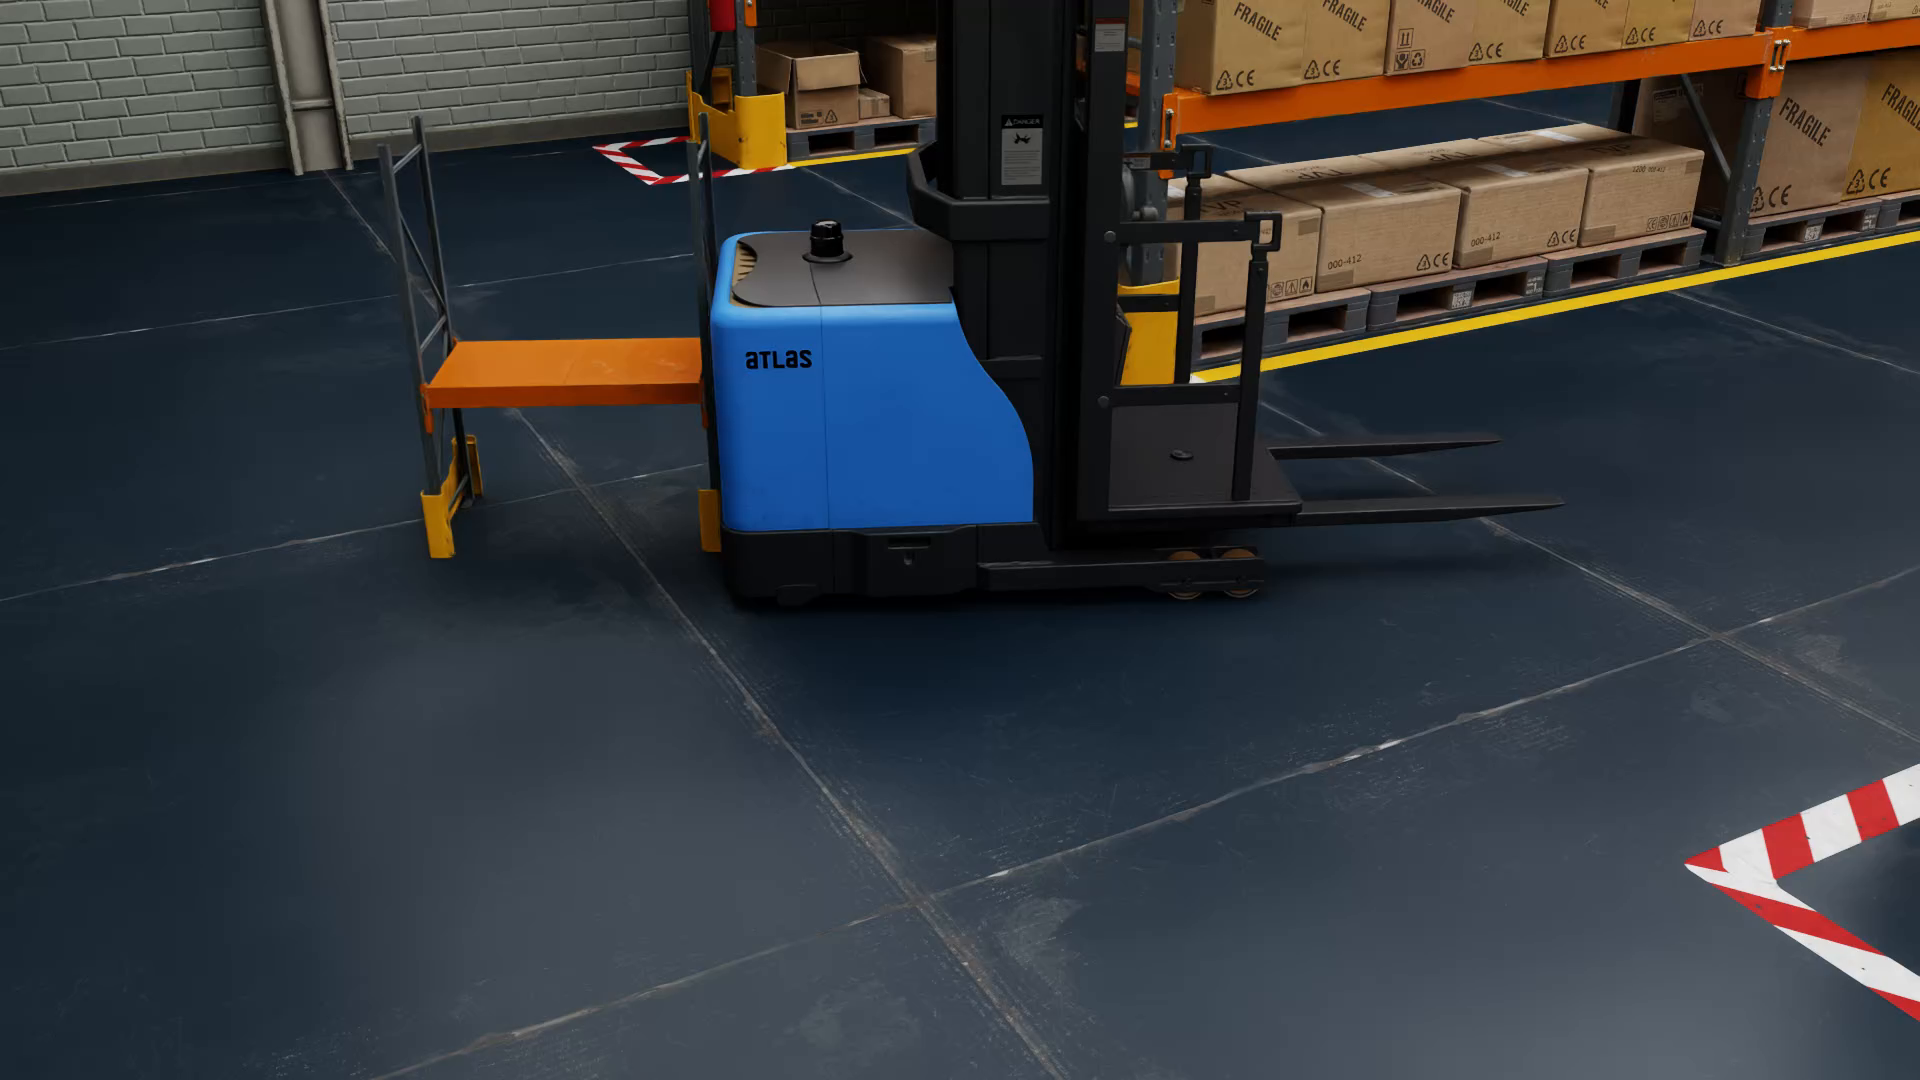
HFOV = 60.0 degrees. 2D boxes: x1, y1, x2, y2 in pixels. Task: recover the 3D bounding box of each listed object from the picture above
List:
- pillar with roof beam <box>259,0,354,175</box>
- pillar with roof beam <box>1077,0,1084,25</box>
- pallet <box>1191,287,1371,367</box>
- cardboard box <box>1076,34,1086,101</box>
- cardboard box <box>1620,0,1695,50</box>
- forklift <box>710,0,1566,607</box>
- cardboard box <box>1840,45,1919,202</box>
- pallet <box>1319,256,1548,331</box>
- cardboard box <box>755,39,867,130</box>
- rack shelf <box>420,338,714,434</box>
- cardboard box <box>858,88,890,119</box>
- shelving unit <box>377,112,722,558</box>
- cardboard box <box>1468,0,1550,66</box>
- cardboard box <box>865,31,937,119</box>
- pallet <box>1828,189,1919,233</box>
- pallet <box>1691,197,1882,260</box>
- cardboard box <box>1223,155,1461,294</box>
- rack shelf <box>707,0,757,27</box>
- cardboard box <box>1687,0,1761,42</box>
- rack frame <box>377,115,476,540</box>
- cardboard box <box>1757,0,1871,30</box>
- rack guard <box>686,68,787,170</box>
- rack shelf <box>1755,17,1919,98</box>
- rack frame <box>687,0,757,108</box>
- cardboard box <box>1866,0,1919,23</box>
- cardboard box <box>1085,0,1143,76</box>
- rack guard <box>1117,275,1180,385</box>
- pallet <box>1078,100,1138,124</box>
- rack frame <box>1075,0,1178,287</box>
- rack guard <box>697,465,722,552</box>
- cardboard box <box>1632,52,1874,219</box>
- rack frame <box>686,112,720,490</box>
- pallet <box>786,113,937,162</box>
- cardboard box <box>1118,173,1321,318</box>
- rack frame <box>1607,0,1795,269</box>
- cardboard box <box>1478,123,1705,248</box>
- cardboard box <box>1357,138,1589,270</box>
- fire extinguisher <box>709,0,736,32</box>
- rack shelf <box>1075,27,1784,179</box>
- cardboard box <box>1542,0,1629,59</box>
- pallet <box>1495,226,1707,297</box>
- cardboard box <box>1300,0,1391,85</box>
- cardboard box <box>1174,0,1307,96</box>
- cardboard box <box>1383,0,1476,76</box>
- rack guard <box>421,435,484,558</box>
[{"bbox_3d":[-2.474,-5.034,6.337,0.400,9.000,9.100,-13,29,-25],"label":"pillar with roof beam"},{"bbox_3d":[2.821,-6.256,8.882,0.400,9.000,9.100,-13,29,-25],"label":"pillar with roof beam"},{"bbox_3d":[1.312,-1.219,8.545,1.213,0.211,1.003,-13,29,-25],"label":"pallet"},{"bbox_3d":[0.577,-3.700,12.893,0.500,0.500,0.700,-14,29,-27],"label":"cardboard box"},{"bbox_3d":[3.432,-2.844,8.593,0.500,0.500,0.500,-14,29,-26],"label":"cardboard box"},{"bbox_3d":[0.655,-1.339,5.653,3.031,2.935,1.130,-2,26,-4],"label":"forklift"},{"bbox_3d":[5.475,-2.673,10.322,0.875,0.875,0.875,-12,28,-24],"label":"cardboard box"},{"bbox_3d":[2.387,-1.466,9.059,1.213,0.211,1.003,-13,29,-25],"label":"pallet"},{"bbox_3d":[-1.112,-3.331,12.120,0.637,0.503,0.797,-14,29,-27],"label":"cardboard box"},{"bbox_3d":[-1.418,-0.585,6.151,1.000,0.185,0.538,-1,26,-3],"label":"rack shelf"},{"bbox_3d":[-0.719,-3.242,12.346,0.250,0.149,0.380,-14,29,-27],"label":"cardboard box"},{"bbox_3d":[-1.427,-0.747,6.073,1.083,1.500,0.587,-1,26,-3],"label":"shelving unit"},{"bbox_3d":[2.526,-2.635,8.158,0.500,0.500,0.500,-12,28,-23],"label":"cardboard box"},{"bbox_3d":[-0.339,-3.488,12.453,0.500,0.500,0.700,-12,28,-23],"label":"cardboard box"},{"bbox_3d":[5.896,-2.277,10.749,1.213,0.211,1.003,-13,29,-25],"label":"pallet"},{"bbox_3d":[4.818,-2.027,10.228,1.213,0.211,1.003,-13,29,-25],"label":"pallet"},{"bbox_3d":[1.982,-1.680,8.758,0.875,0.438,0.875,-12,28,-24],"label":"cardboard box"},{"bbox_3d":[0.069,-4.261,12.491,4.000,0.370,1.077,-13,29,-25],"label":"rack shelf"},{"bbox_3d":[3.883,-2.951,8.815,0.500,0.500,0.500,-13,28,-25],"label":"cardboard box"},{"bbox_3d":[-1.926,-0.736,6.050,0.032,1.500,0.500,-1,26,-3],"label":"rack frame"},{"bbox_3d":[4.685,-3.019,9.246,0.500,0.250,0.500,-14,29,-26],"label":"cardboard box"},{"bbox_3d":[-1.629,-3.067,12.060,0.348,0.500,1.175,-13,29,-25],"label":"rack guard"},{"bbox_3d":[5.937,-3.181,10.241,4.000,0.370,1.077,-13,29,-25],"label":"rack shelf"},{"bbox_3d":[-1.696,-4.178,11.487,0.127,3.000,1.000,-13,29,-25],"label":"rack frame"},{"bbox_3d":[5.141,-3.125,9.467,0.500,0.250,0.500,-14,29,-26],"label":"cardboard box"},{"bbox_3d":[0.944,-2.528,7.934,0.500,0.500,0.500,-13,28,-25],"label":"cardboard box"},{"bbox_3d":[0.622,-1.152,8.071,0.348,0.500,1.175,-13,29,-25],"label":"rack guard"},{"bbox_3d":[1.227,-3.596,13.497,1.213,0.211,1.003,-13,29,-25],"label":"pallet"},{"bbox_3d":[0.643,-2.283,7.540,0.127,3.000,1.000,-13,29,-25],"label":"rack frame"},{"bbox_3d":[-0.930,-0.194,6.366,0.087,0.250,0.587,-1,26,-3],"label":"rack guard"},{"bbox_3d":[4.682,-2.486,9.933,0.875,0.875,0.875,-12,28,-24],"label":"cardboard box"},{"bbox_3d":[-0.911,-0.758,6.097,0.032,1.500,0.500,-1,26,-3],"label":"rack frame"},{"bbox_3d":[-0.926,-3.099,12.462,1.213,0.211,1.003,-13,29,-25],"label":"pallet"},{"bbox_3d":[1.178,-1.490,8.363,0.875,0.438,0.875,-14,29,-27],"label":"cardboard box"},{"bbox_3d":[4.172,-3.098,9.237,0.127,3.000,1.000,-13,29,-25],"label":"rack frame"},{"bbox_3d":[3.568,-2.045,9.520,0.875,0.438,0.875,-13,29,-26],"label":"cardboard box"},{"bbox_3d":[2.778,-1.863,9.139,0.875,0.438,0.875,-14,29,-27],"label":"cardboard box"},{"bbox_3d":[-1.608,-3.769,11.154,0.183,0.674,0.296,-13,29,-25],"label":"fire extinguisher"},{"bbox_3d":[2.408,-2.366,8.544,4.000,0.370,1.077,-13,29,-25],"label":"rack shelf"},{"bbox_3d":[2.995,-2.736,8.368,0.500,0.500,0.500,-13,29,-26],"label":"cardboard box"},{"bbox_3d":[3.465,-1.716,9.580,1.213,0.211,1.003,-13,29,-25],"label":"pallet"},{"bbox_3d":[1.635,-2.430,7.731,0.500,0.500,0.500,-13,29,-26],"label":"cardboard box"},{"bbox_3d":[1.202,-2.317,7.494,0.500,0.500,0.500,-13,29,-25],"label":"cardboard box"},{"bbox_3d":[2.092,-2.527,7.932,0.500,0.500,0.500,-13,29,-25],"label":"cardboard box"},{"bbox_3d":[-1.925,-0.172,6.320,0.087,0.250,0.587,-1,26,-3],"label":"rack guard"}]
